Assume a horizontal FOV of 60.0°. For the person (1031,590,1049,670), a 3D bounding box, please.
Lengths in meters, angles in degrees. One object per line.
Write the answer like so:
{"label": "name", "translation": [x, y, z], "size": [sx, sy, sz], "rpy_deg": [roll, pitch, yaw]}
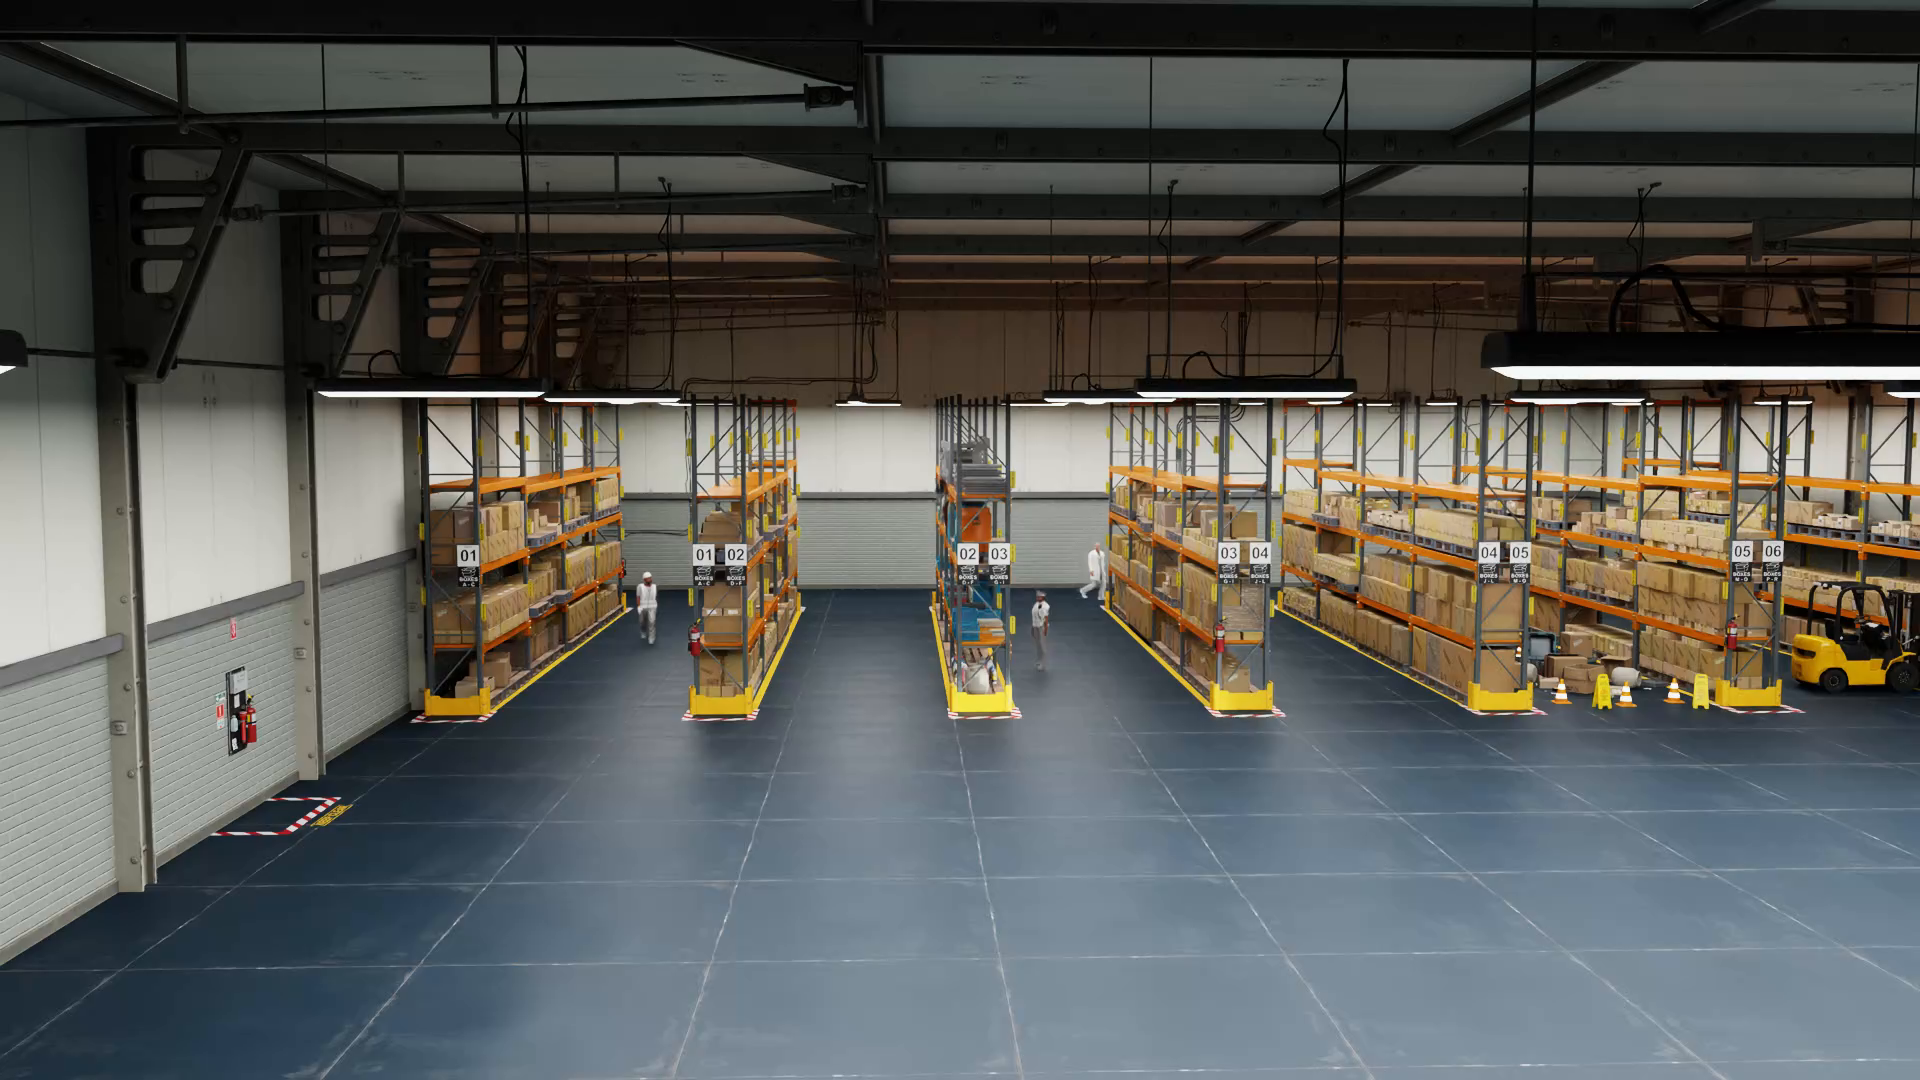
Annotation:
{"label": "person", "translation": [1.737, 1.967, 36.684], "size": [0.474, 1.710, 0.512], "rpy_deg": [-4, 6, -41]}

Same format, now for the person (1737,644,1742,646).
{"label": "person", "translation": [16.800, 2.000, 36.259], "size": [0.639, 1.731, 0.934], "rpy_deg": [-4, 6, -43]}

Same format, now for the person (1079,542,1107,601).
{"label": "person", "translation": [4.046, 0.932, 49.663], "size": [0.917, 1.732, 0.593], "rpy_deg": [3, 5, 35]}

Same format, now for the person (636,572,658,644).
{"label": "person", "translation": [-7.641, 1.651, 40.633], "size": [0.498, 1.736, 0.923], "rpy_deg": [0, 5, -5]}
